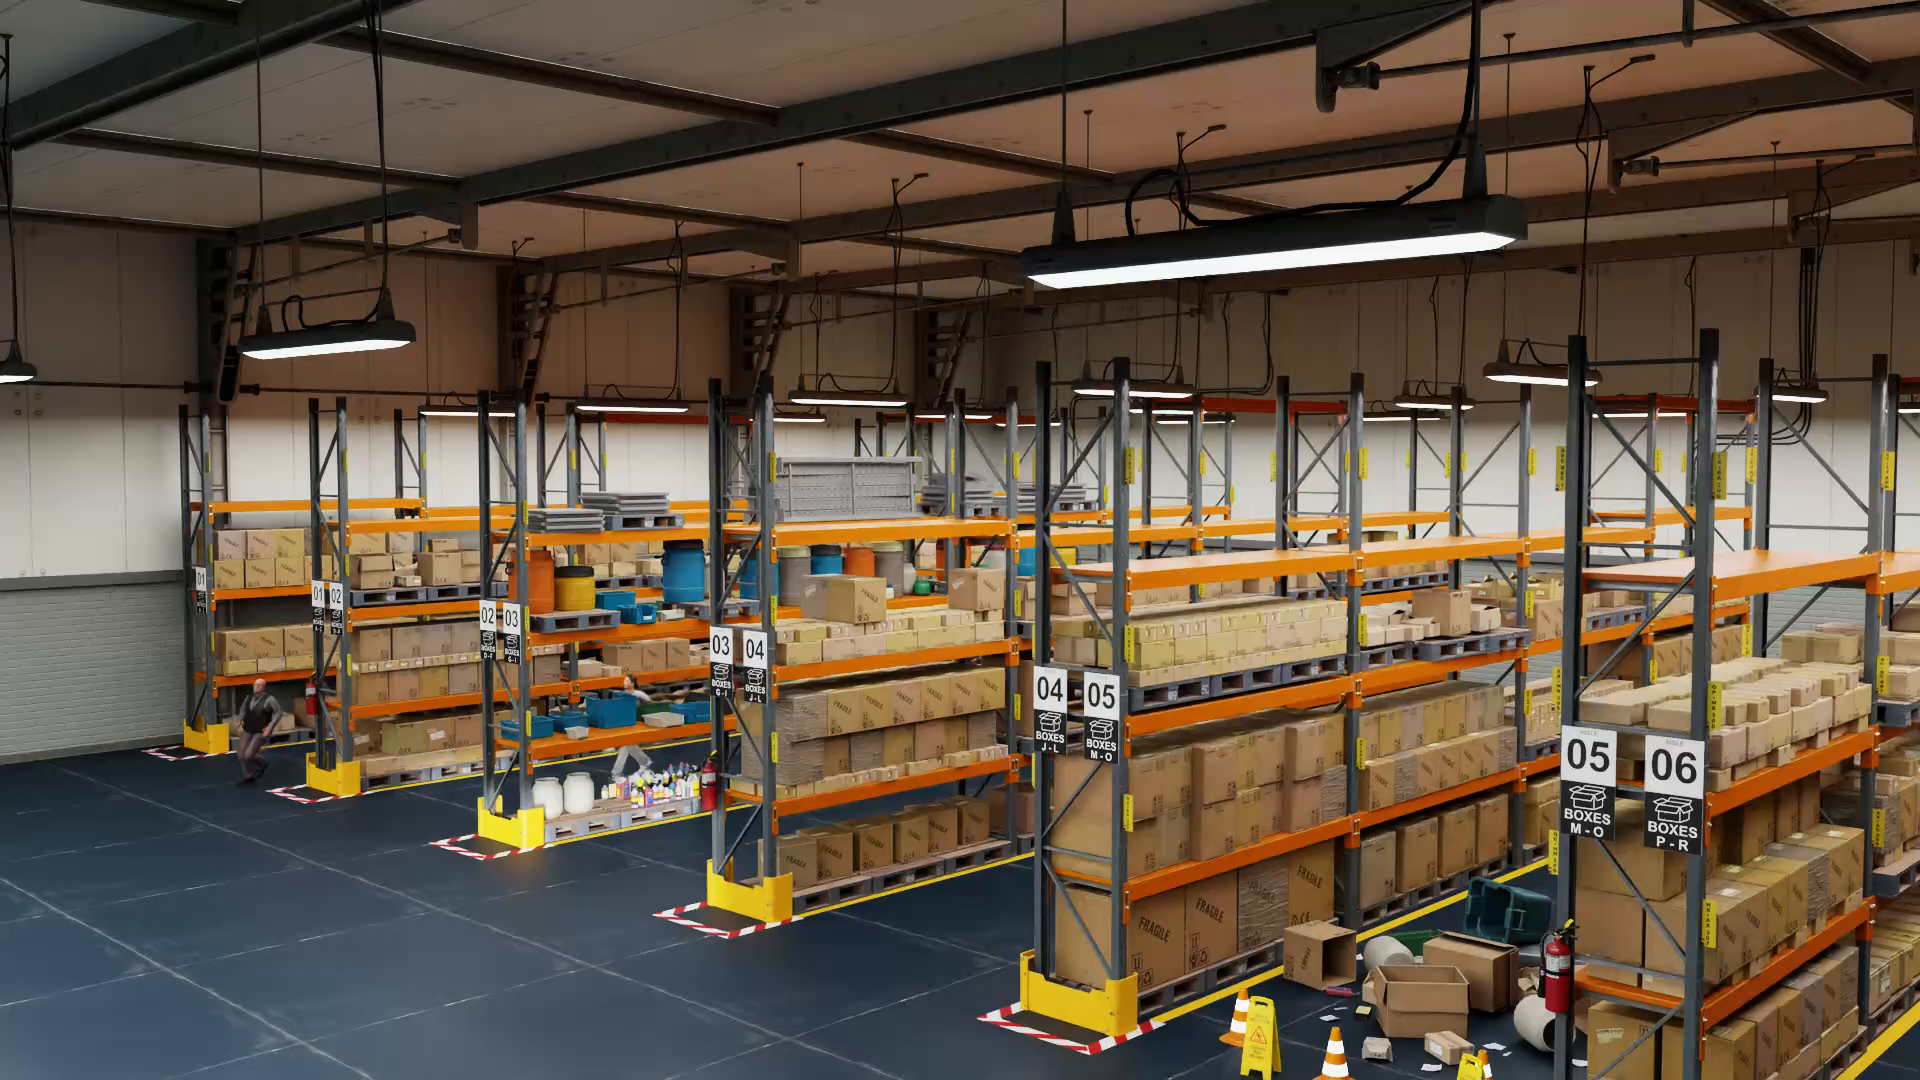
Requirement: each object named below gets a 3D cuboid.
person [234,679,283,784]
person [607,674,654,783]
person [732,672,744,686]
[{"bbox_3d":[-10.928,2.978,25.845,0.709,1.657,0.525,1,3,17],"label":"person"},{"bbox_3d":[-5.206,2.934,26.151,0.575,1.646,1.021,2,4,38],"label":"person"},{"bbox_3d":[-4.284,2.540,33.567,0.695,1.727,0.673,2,4,35],"label":"person"}]
